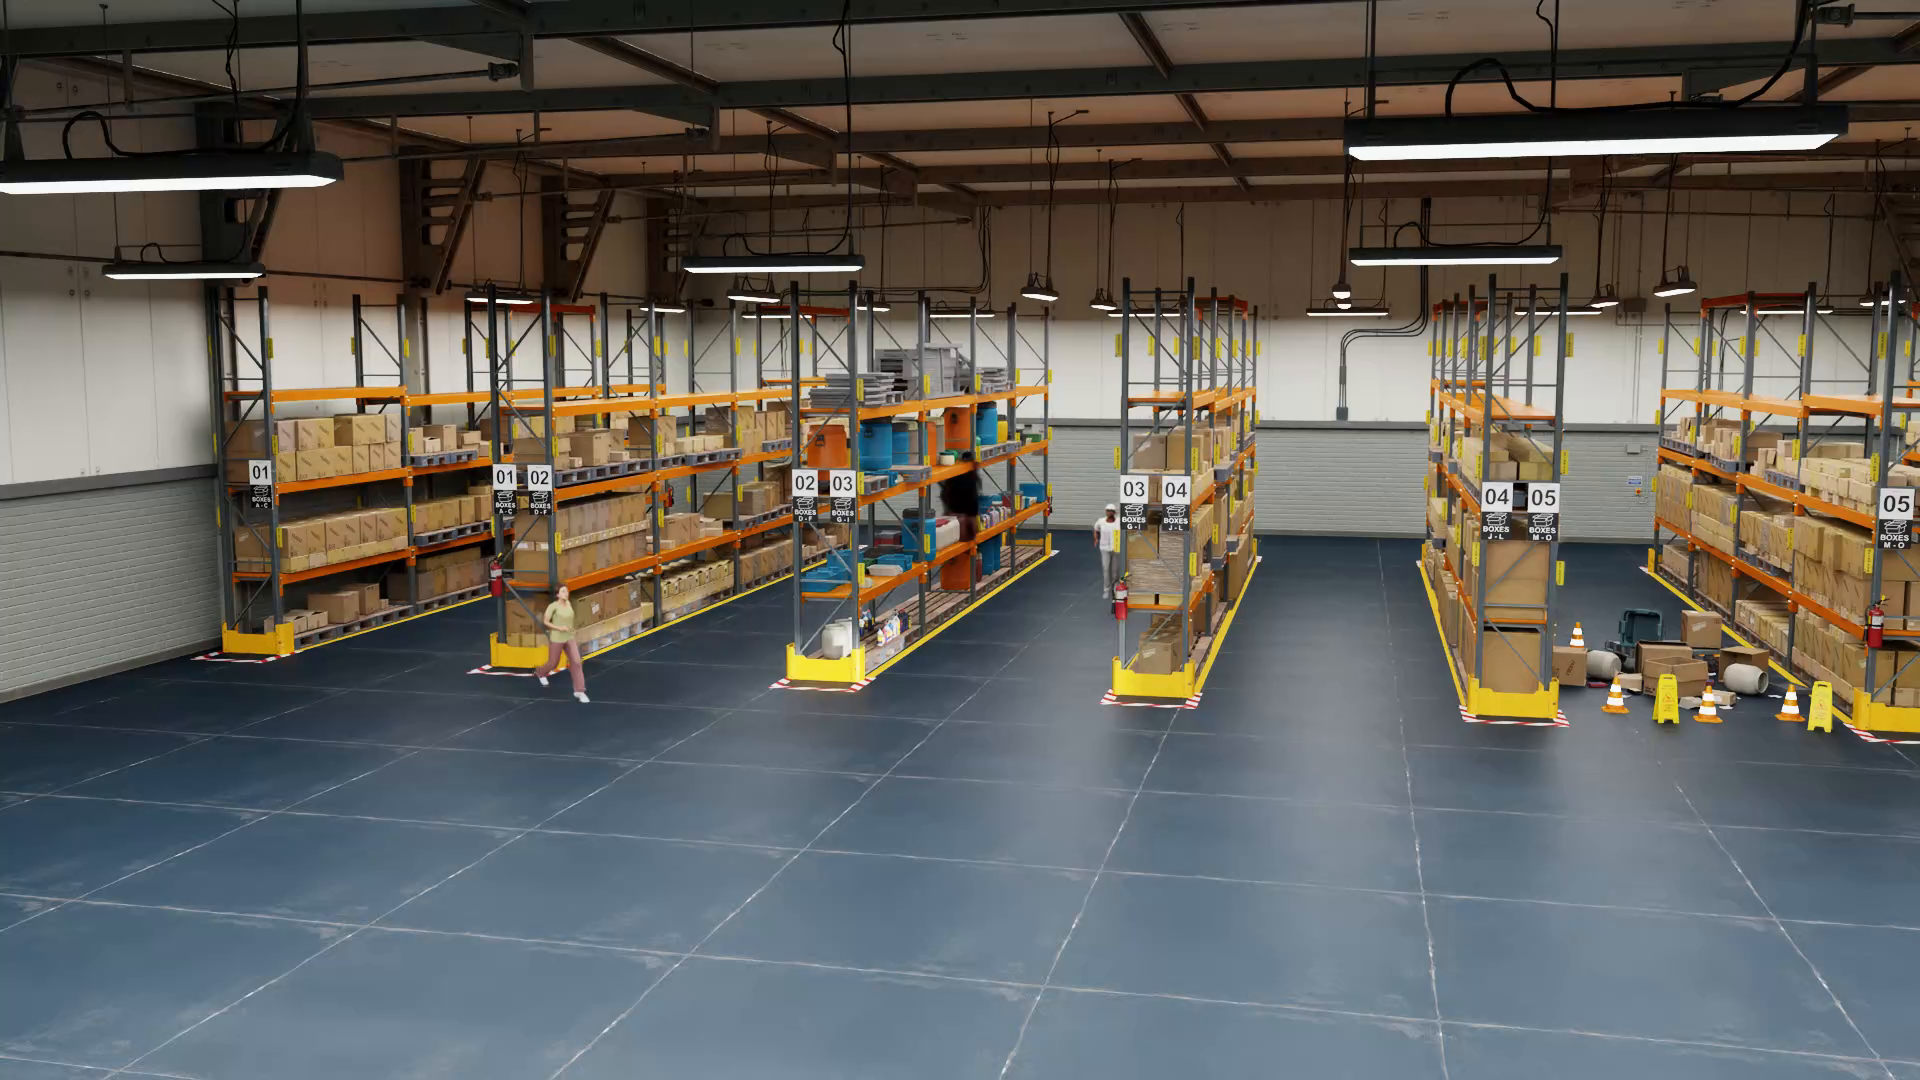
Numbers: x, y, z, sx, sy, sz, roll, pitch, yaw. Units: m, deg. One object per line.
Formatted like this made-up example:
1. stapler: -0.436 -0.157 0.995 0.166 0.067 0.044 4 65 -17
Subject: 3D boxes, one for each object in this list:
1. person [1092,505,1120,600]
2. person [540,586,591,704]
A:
1. person: 2.829 0.228 31.537 0.707 1.777 0.725 2 7 13
2. person: -5.655 1.482 23.760 1.061 1.659 0.553 6 9 44
